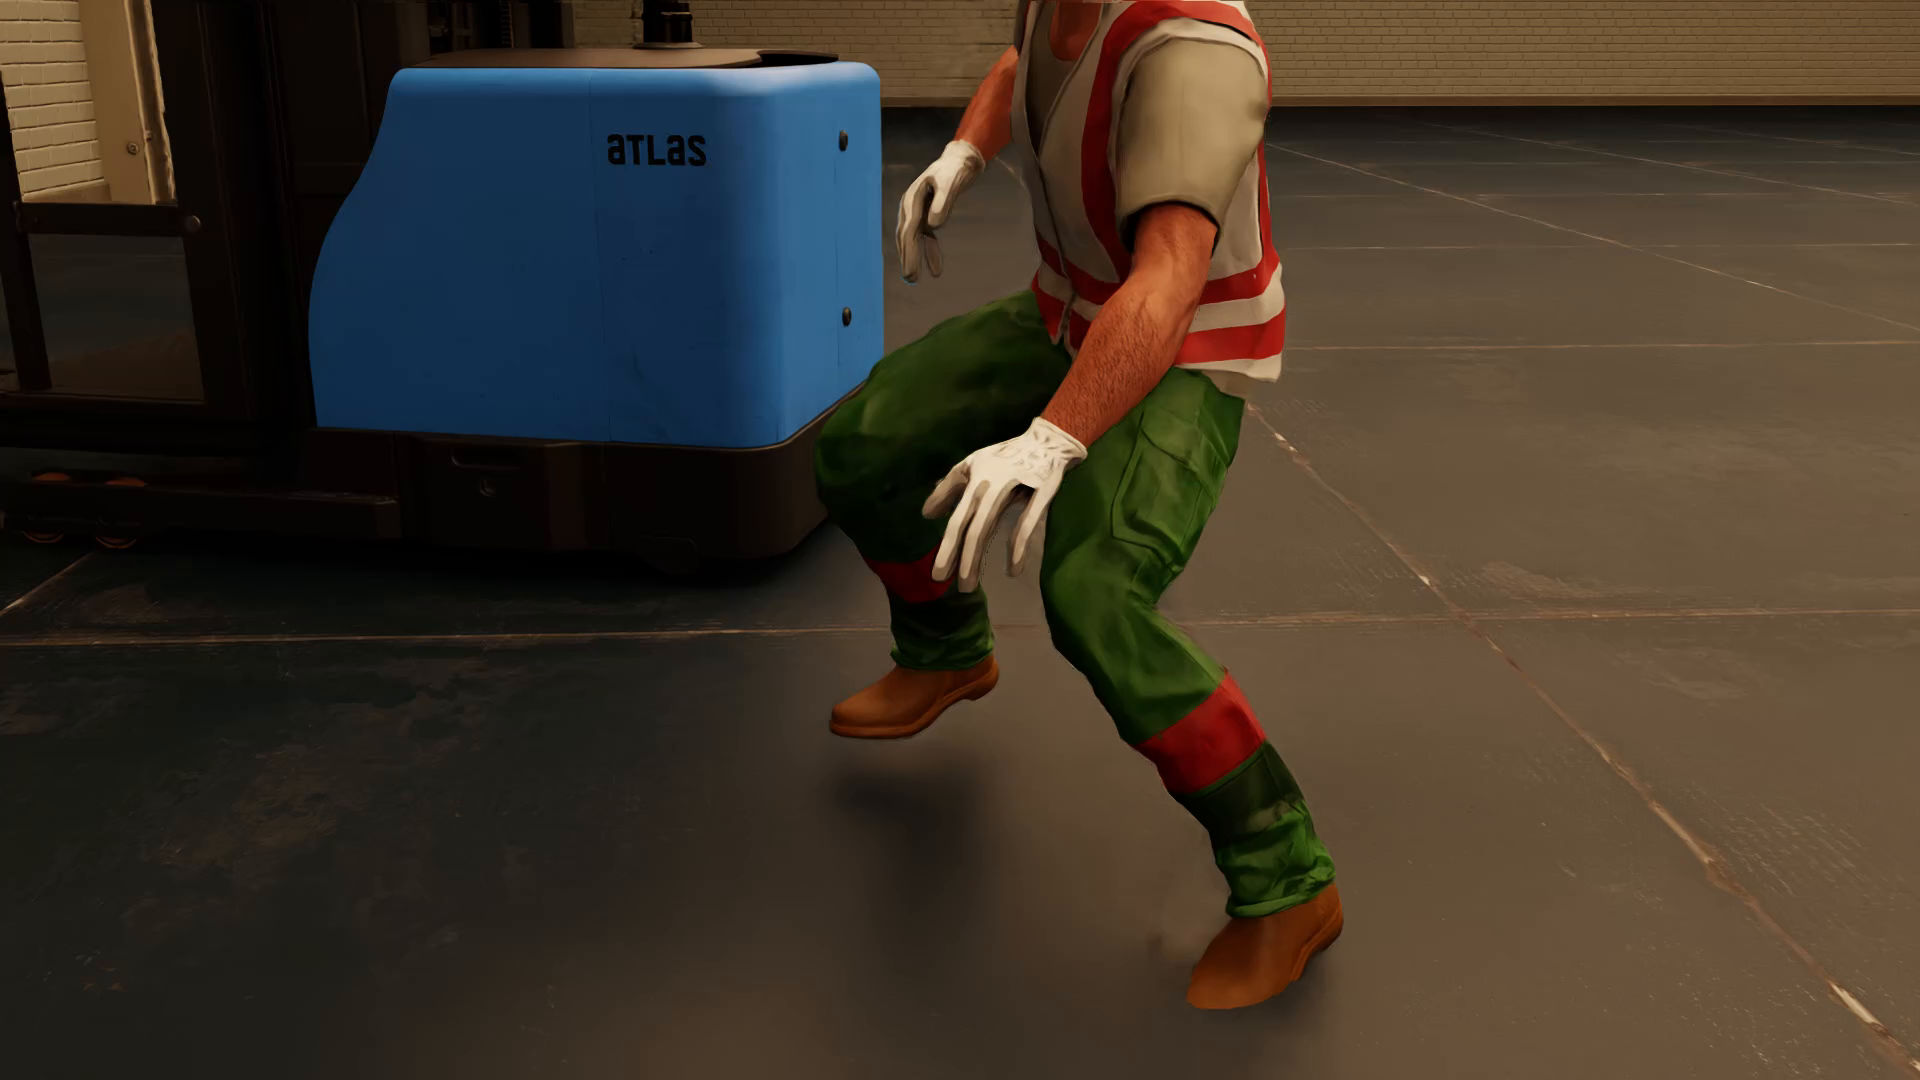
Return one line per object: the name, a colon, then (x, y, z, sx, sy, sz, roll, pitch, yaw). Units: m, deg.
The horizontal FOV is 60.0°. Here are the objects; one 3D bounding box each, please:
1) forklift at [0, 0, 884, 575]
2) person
forklift: (-1.755, -1.527, 3.899, 3.031, 2.935, 1.130, 4, 17, 11)
person: (0.137, -0.233, 2.196, 0.777, 1.540, 0.898, -10, 20, -29)
